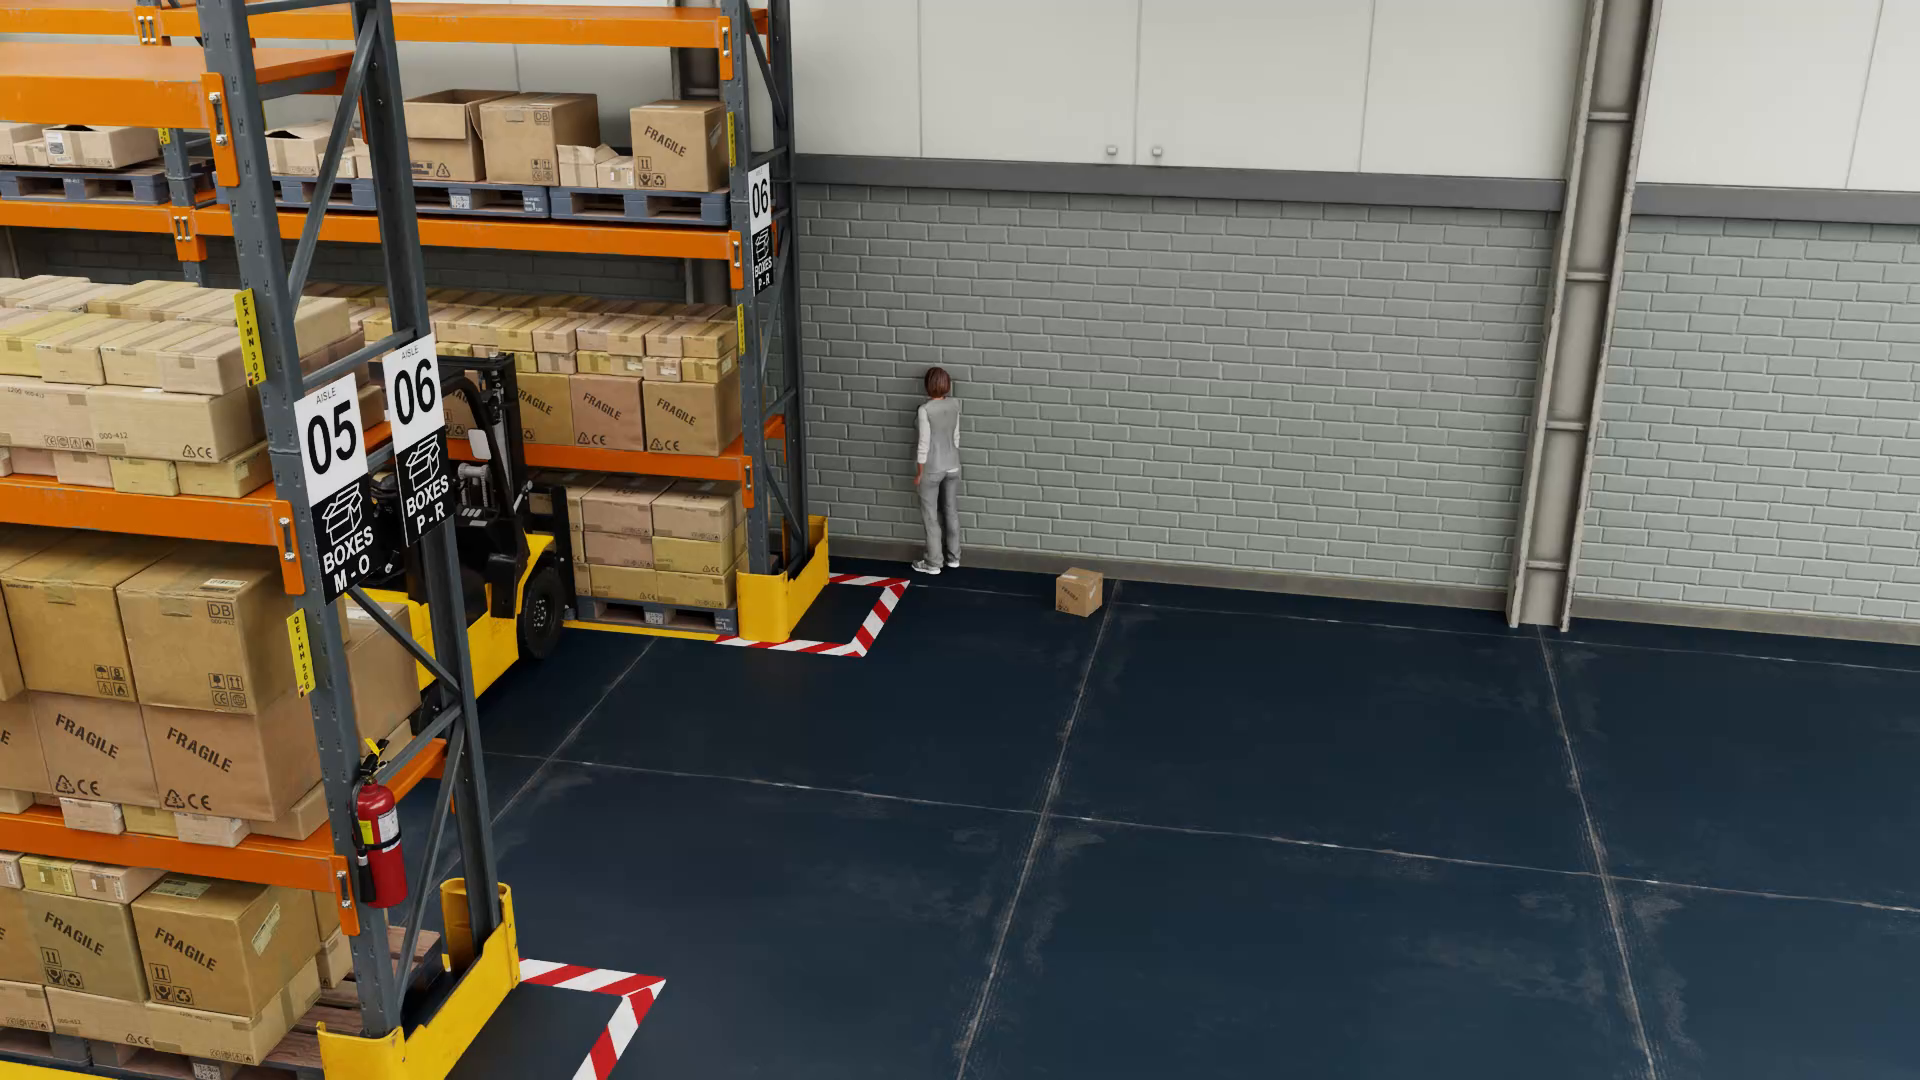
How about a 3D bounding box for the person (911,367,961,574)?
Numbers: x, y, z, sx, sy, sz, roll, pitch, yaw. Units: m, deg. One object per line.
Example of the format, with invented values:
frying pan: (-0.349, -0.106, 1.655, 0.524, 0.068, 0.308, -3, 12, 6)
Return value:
person: (-0.175, -0.521, 12.391, 0.411, 1.602, 0.324, -17, 28, -36)
